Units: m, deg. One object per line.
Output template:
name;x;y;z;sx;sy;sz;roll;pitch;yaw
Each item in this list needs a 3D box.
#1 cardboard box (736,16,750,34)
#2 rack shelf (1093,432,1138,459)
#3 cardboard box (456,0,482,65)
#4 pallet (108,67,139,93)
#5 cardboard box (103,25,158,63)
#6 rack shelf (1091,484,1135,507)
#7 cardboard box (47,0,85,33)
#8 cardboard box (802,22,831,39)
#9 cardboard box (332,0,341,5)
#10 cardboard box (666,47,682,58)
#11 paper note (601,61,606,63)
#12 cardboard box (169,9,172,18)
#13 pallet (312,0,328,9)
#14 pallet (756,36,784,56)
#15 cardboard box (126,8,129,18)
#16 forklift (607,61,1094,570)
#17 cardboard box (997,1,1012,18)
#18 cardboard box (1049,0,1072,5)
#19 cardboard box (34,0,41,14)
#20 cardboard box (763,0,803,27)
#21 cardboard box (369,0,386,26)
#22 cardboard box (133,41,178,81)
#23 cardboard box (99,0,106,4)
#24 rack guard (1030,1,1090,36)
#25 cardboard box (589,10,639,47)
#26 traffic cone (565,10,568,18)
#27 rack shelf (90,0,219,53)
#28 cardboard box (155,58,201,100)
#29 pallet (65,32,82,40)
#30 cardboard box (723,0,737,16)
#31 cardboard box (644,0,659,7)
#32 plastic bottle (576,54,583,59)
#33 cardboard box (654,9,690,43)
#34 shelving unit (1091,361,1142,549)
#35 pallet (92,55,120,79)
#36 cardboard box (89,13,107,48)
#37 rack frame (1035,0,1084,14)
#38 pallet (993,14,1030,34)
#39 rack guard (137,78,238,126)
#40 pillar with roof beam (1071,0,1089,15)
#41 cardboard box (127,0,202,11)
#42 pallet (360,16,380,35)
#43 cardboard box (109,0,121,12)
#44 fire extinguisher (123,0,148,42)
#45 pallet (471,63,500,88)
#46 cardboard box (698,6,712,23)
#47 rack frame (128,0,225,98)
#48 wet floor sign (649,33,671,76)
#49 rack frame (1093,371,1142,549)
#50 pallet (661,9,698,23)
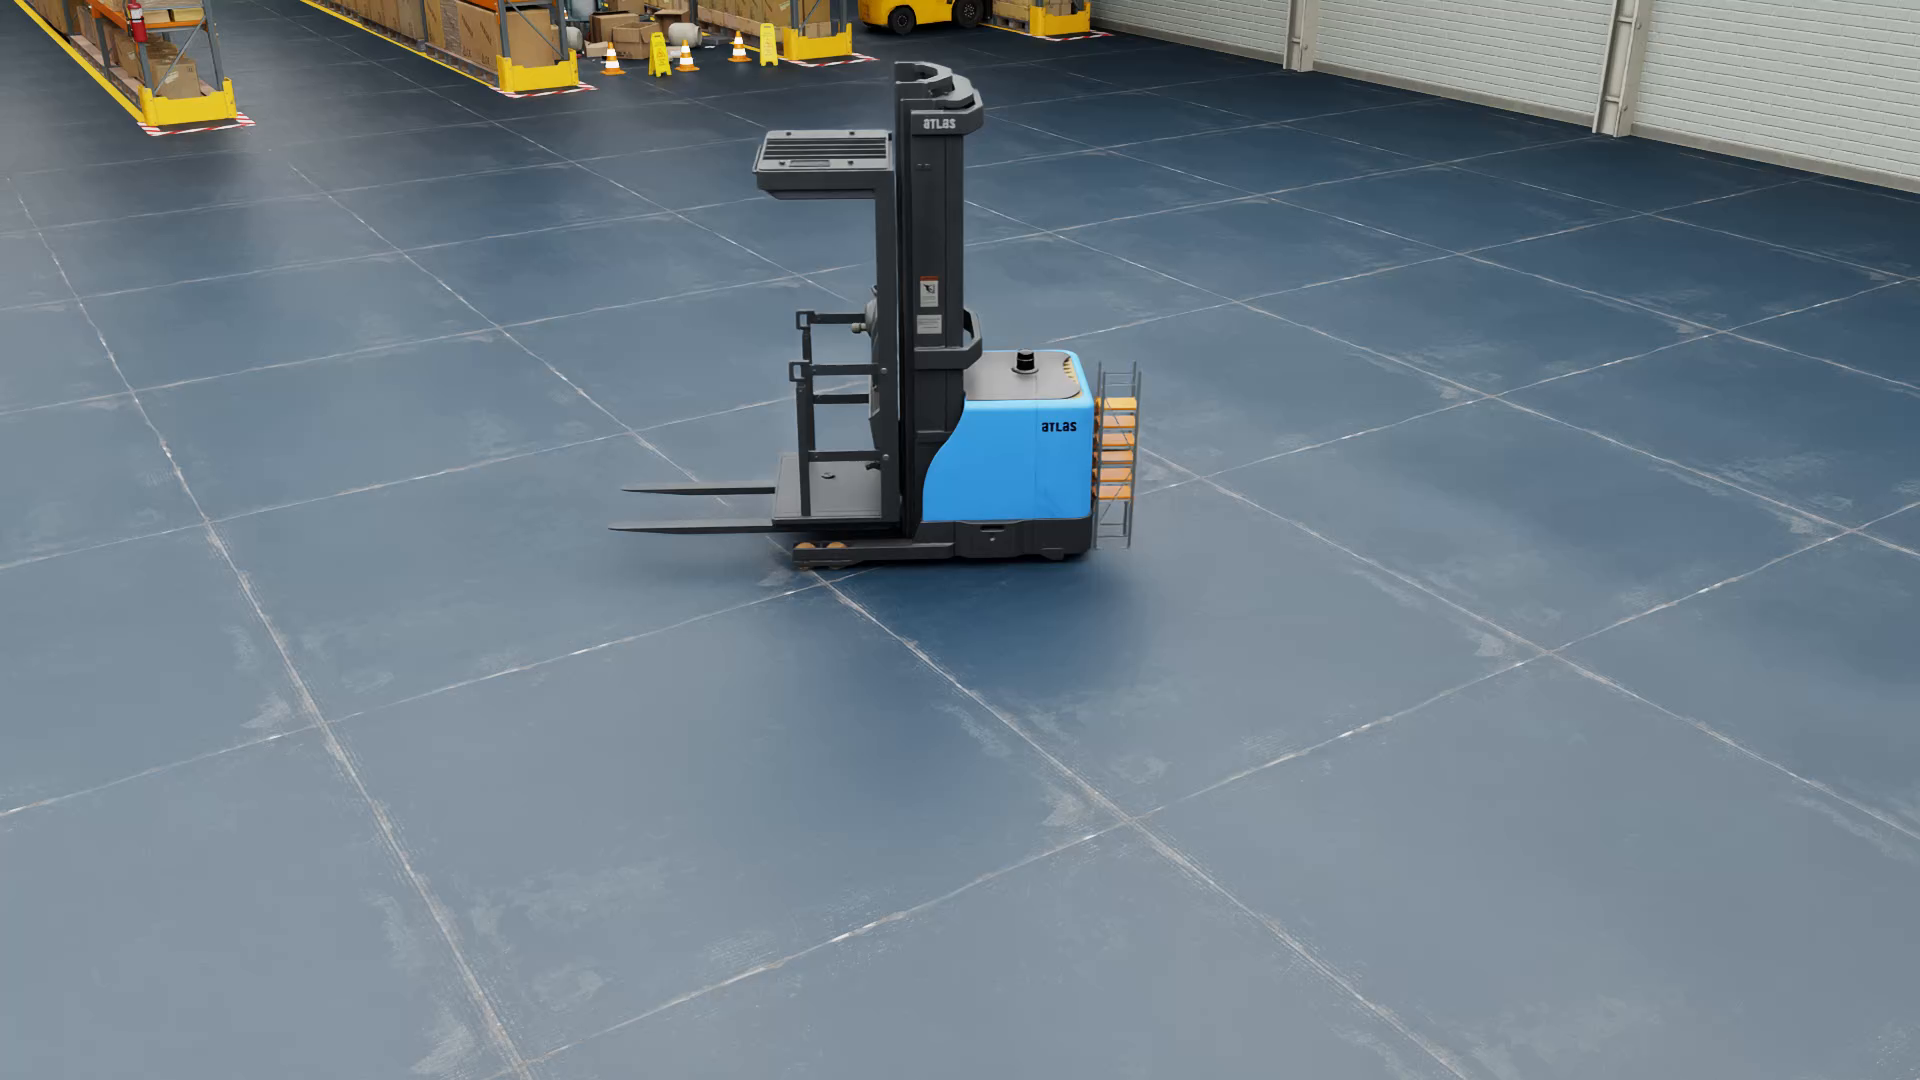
cardboard box;-3.579;-9.031;29.096;0.500;0.250;0.500;-17;30;-31
rack shelf;0.973;-0.594;10.420;0.258;0.103;0.180;-1;26;-4
cardboard box;-7.346;-8.066;26.319;0.875;0.875;0.875;-16;30;-30
pallet;-12.436;-7.113;25.571;1.003;0.211;1.213;-16;29;-30
cardboard box;-13.150;-7.900;26.383;0.700;0.500;0.500;-18;31;-33
rack shelf;0.968;-0.270;10.576;0.258;0.103;0.180;-1;26;-4
cardboard box;-15.375;-9.518;29.395;1.225;0.875;0.875;-17;30;-32
cardboard box;-2.554;-8.785;28.574;0.500;0.250;0.500;-16;30;-30
cardboard box;-11.966;-10.763;32.471;0.500;0.500;0.500;-17;30;-32
cardboard box;-4.753;-8.194;27.933;0.380;0.149;0.250;-1;25;-3
paper note;-5.849;-7.894;27.437;0.144;0.017;0.142;-6;26;-12
cardboard box;-10.725;-7.313;23.023;0.380;0.149;0.250;-16;29;-30
pallet;-12.562;-11.048;33.907;1.003;0.211;1.213;-16;29;-30
pallet;-2.801;-8.550;28.615;1.003;0.211;1.213;-16;29;-30
cardboard box;-11.293;-7.283;22.958;0.380;0.149;0.250;-16;29;-30
forklift;-0.706;-1.370;10.219;3.031;2.935;1.130;-1;25;-3
cardboard box;1.026;-9.864;30.861;0.500;0.250;0.500;-16;29;-30
cardboard box;1.728;-10.032;30.631;0.500;0.250;0.500;-15;29;-29
cardboard box;-16.833;-10.473;31.418;1.225;0.875;0.875;-15;29;-29
cardboard box;-3.002;-8.997;28.144;0.500;0.500;0.500;-15;29;-29
cardboard box;-10.068;-9.779;30.094;1.050;0.750;0.750;-15;29;-29
cardboard box;-11.924;-7.107;24.727;0.500;0.500;0.500;-19;31;-34
cardboard box;-12.435;-7.984;24.443;0.380;0.149;0.250;-16;29;-30
rack guard;1.824;-9.504;30.297;1.175;0.500;0.348;-16;29;-30
cardboard box;-5.943;-8.788;28.618;0.797;0.637;0.503;-16;29;-30
traffic cone;-7.375;-9.757;30.875;0.336;0.463;0.334;-16;29;-30
rack shelf;-11.741;-7.566;24.106;1.077;0.370;4.000;-16;29;-30
cardboard box;-10.976;-6.462;23.362;0.500;0.500;0.500;-10;27;-20
pallet;-15.383;-9.076;29.728;1.003;0.211;1.213;-16;29;-30
cardboard box;-3.850;-9.553;29.323;0.500;0.500;0.500;-14;29;-27
cardboard box;-5.594;-10.609;32.296;0.950;0.372;0.625;-14;29;-28
plastic bottle;-6.446;-8.085;27.805;0.133;0.061;0.283;18;31;33
cardboard box;-5.084;-9.086;29.409;0.500;0.500;0.500;3;25;6
shelving unit;0.972;-0.526;10.453;0.258;1.200;0.189;-1;26;-4
pallet;-13.259;-7.624;26.652;1.003;0.211;1.213;-16;29;-30
cardboard box;-14.005;-8.474;27.600;0.700;0.500;0.500;-13;28;-25
rack frame;1.811;-10.643;29.782;1.000;3.000;0.127;-16;29;-30
pallet;1.359;-9.646;30.936;1.003;0.211;1.213;-16;29;-30
rack guard;-10.690;-6.072;23.028;1.175;0.500;0.348;-16;29;-30
pillar with roof beam;-1.421;-12.812;27.349;9.100;9.000;0.400;-16;29;-30
cardboard box;-10.926;-7.559;22.782;0.875;0.500;0.500;-16;29;-30
pallet;-10.438;-9.596;30.831;1.003;0.211;1.213;-16;29;-30
cardboard box;-11.884;-7.628;23.689;0.380;0.149;0.250;-16;29;-30
fire extinguisher;-10.972;-6.992;22.139;0.296;0.674;0.183;-16;29;-30
pallet;-6.940;-7.302;25.971;1.003;0.211;1.213;-16;29;-30
cardboard box;-4.433;-9.588;30.276;0.500;0.250;0.500;-17;30;-32
rack frame;-10.649;-7.176;22.437;1.000;3.000;0.127;-16;29;-30
wet floor sign;-4.763;-7.682;26.267;0.267;0.644;0.232;-22;33;-38
rack frame;0.979;-0.486;10.370;0.240;1.200;0.006;-1;26;-4
pallet;-4.956;-9.933;31.544;1.003;0.211;1.213;-16;29;-30
